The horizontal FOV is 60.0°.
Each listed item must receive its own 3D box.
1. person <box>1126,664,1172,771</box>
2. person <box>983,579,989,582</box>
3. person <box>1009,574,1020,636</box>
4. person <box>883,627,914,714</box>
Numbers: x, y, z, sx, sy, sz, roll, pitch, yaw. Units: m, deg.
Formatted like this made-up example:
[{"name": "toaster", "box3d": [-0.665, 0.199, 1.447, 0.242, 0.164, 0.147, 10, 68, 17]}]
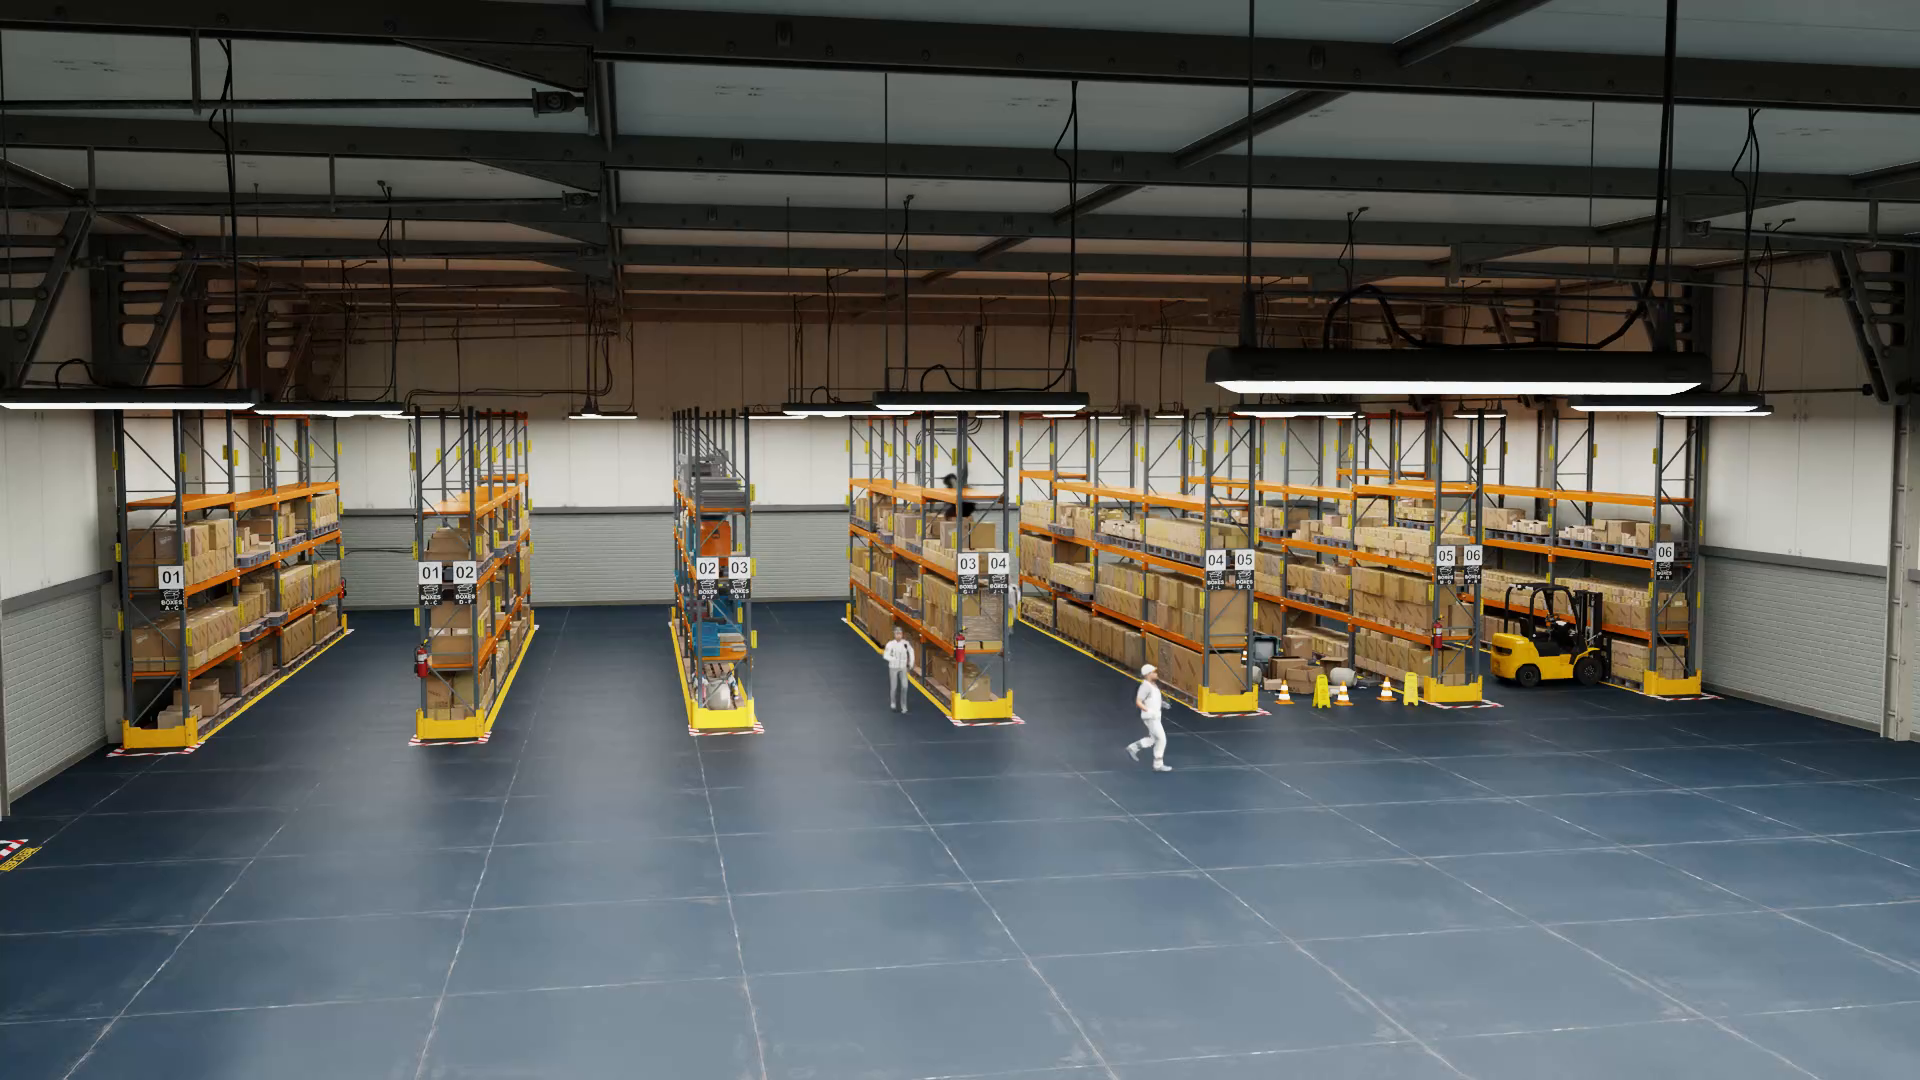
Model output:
[{"name": "person", "box3d": [3.096, 2.911, 27.273, 0.786, 1.748, 0.663, 1, 4, 18]}, {"name": "person", "box3d": [0.587, 1.488, 47.660, 0.737, 1.699, 0.607, 0, 4, 4]}, {"name": "person", "box3d": [1.335, 1.730, 44.387, 0.617, 1.657, 0.591, 0, 4, -6]}, {"name": "person", "box3d": [-1.200, 2.570, 32.736, 0.632, 1.764, 0.722, -1, 4, -12]}]
